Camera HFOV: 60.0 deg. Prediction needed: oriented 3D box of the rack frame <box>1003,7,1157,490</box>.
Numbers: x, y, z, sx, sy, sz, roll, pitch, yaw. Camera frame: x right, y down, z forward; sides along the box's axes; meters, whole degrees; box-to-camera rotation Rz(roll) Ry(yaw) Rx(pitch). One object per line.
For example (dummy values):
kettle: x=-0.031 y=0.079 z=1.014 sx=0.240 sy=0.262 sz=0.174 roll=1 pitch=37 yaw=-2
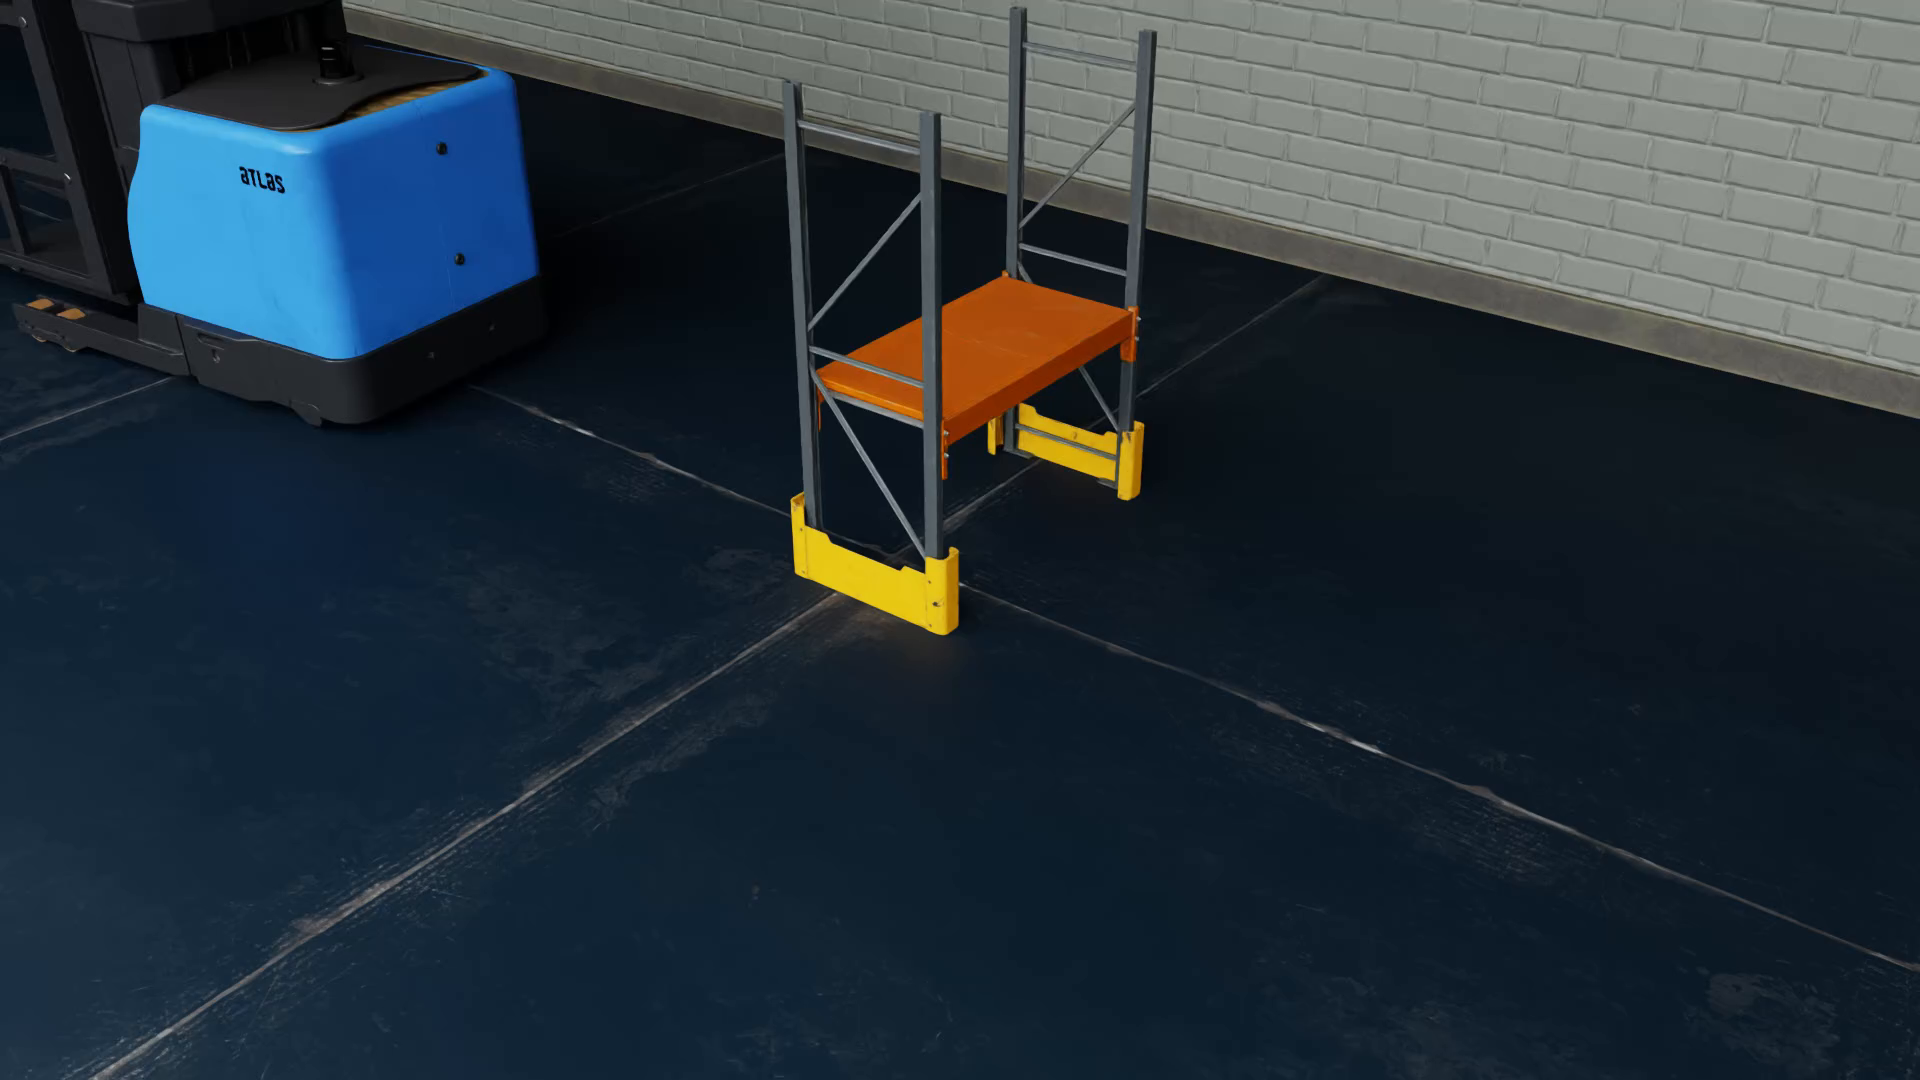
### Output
rack frame: x=0.358 y=-0.887 z=5.275 sx=0.500 sy=1.500 sz=0.032 roll=21 pitch=37 yaw=31

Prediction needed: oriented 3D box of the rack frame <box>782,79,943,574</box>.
rack frame: x=-0.255 y=-0.473 z=4.577 sx=0.500 sy=1.500 sz=0.032 roll=21 pitch=37 yaw=31

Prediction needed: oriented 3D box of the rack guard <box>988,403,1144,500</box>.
rack guard: x=0.347 y=-0.341 z=5.580 sx=0.587 sy=0.250 sz=0.087 roll=21 pitch=37 yaw=31

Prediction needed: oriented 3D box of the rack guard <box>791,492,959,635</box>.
rack guard: x=-0.255 y=0.064 z=4.897 sx=0.587 sy=0.250 sz=0.087 roll=21 pitch=37 yaw=31

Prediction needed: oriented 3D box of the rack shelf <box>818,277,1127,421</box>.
rack shelf: x=0.051 y=-0.583 z=4.984 sx=0.459 sy=0.026 sz=0.952 roll=21 pitch=37 yaw=31

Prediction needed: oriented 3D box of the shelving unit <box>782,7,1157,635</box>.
shelving unit: x=0.046 y=-0.676 z=4.920 sx=0.587 sy=1.500 sz=1.083 roll=21 pitch=37 yaw=31
